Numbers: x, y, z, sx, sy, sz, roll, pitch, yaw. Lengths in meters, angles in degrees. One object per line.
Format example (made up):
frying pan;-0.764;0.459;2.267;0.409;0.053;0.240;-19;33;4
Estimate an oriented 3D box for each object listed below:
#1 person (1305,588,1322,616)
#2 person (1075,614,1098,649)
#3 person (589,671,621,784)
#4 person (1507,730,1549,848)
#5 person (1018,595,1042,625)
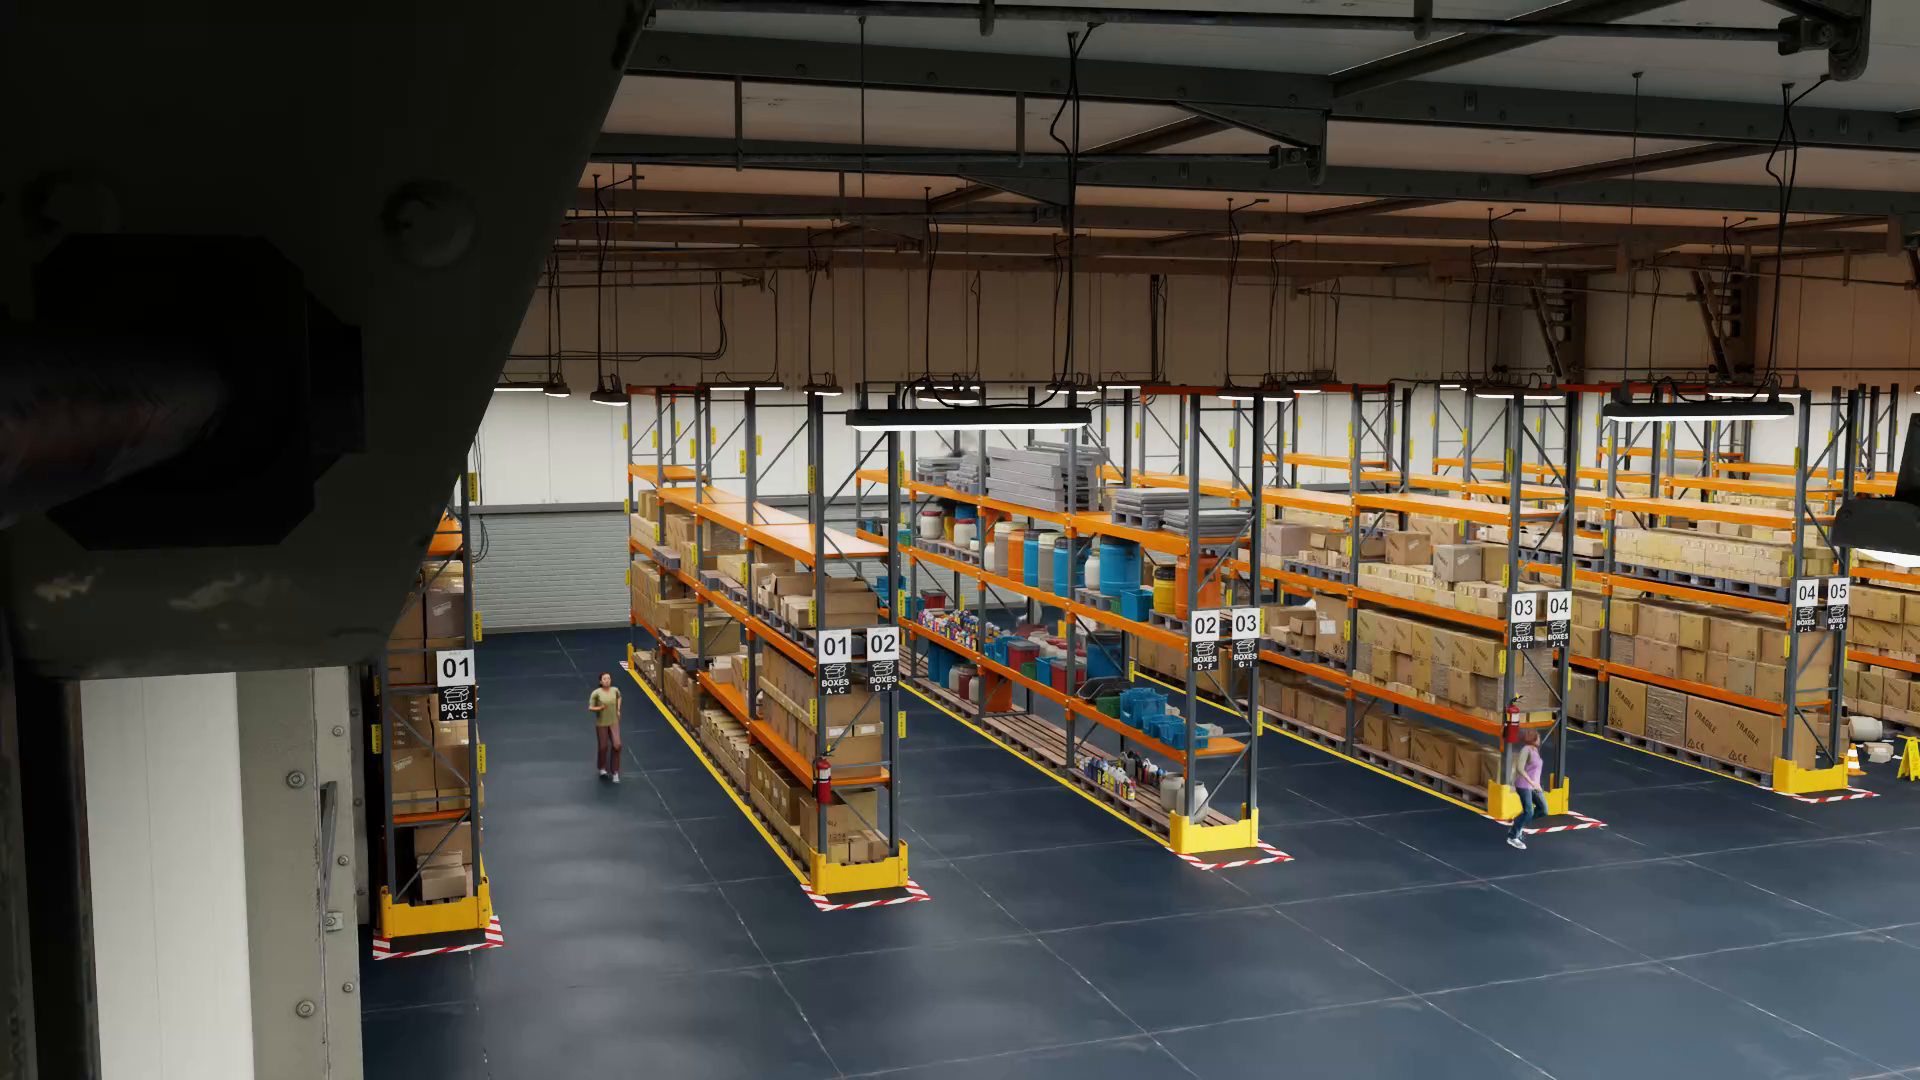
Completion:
person;7.552;1.839;35.011;0.691;1.738;0.809;-2;6;-15
person;2.477;1.836;32.445;0.635;1.773;0.567;-2;6;-21
person;-5.431;2.862;25.552;0.559;1.717;0.698;-3;6;-25
person;7.590;3.293;22.103;0.477;1.545;0.596;5;8;40
person;1.693;1.427;39.686;0.579;1.629;0.632;-1;6;-6
